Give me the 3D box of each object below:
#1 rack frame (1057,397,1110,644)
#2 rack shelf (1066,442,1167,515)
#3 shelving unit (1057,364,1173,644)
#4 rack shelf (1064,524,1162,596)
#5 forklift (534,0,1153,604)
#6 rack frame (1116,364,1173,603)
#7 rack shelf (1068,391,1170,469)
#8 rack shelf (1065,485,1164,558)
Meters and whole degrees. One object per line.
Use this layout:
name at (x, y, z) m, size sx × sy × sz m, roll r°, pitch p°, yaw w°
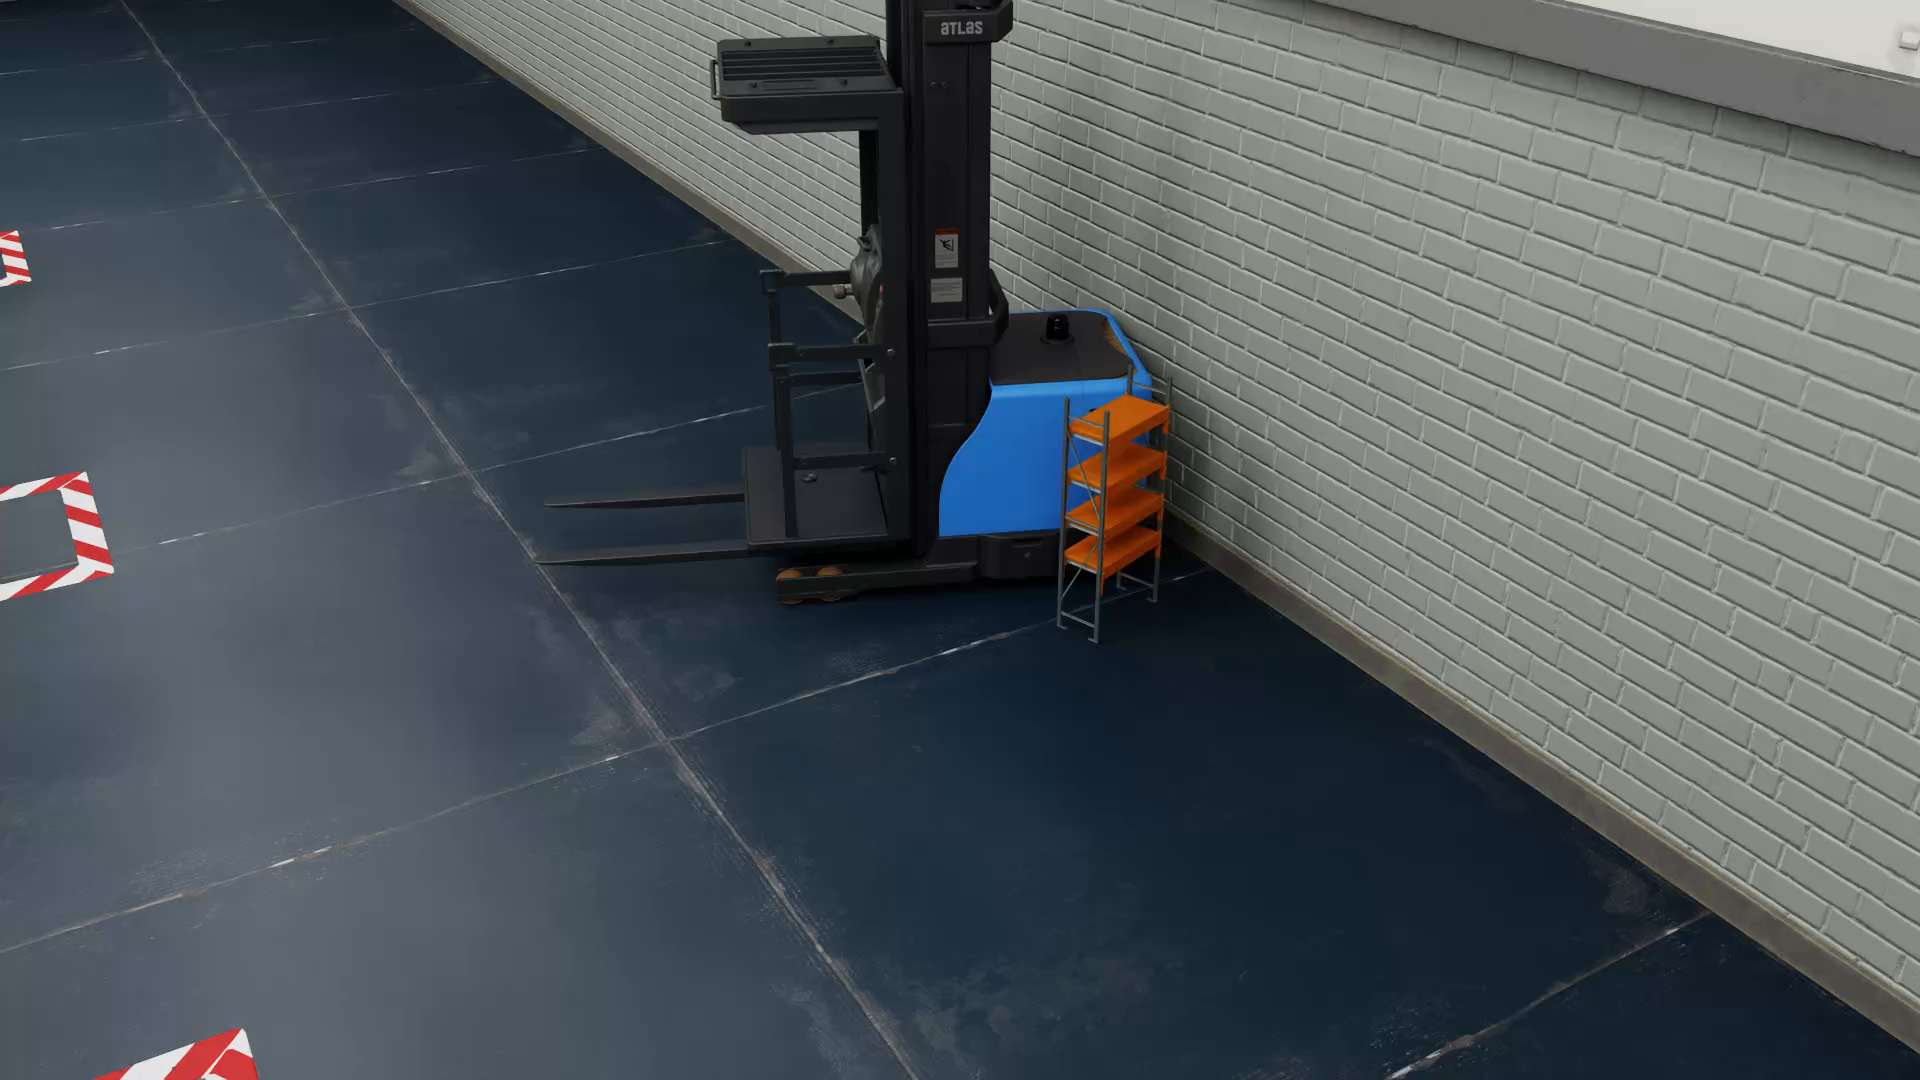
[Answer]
rack frame at (0.562, -0.075, 7.644) m, size 0.240 × 1.200 × 0.015 m, roll 22°, pitch 36°, yaw 35°
rack shelf at (0.720, -0.302, 7.731) m, size 0.258 × 0.148 × 0.480 m, roll 22°, pitch 36°, yaw 35°
shelving unit at (0.720, -0.165, 7.807) m, size 0.258 × 1.200 × 0.503 m, roll 22°, pitch 36°, yaw 35°
rack shelf at (0.720, 0.068, 7.935) m, size 0.258 × 0.148 × 0.480 m, roll 22°, pitch 36°, yaw 35°
forklift at (-0.622, -1.241, 7.964) m, size 3.031 × 2.935 × 1.130 m, roll -4°, pitch 29°, yaw -7°
rack frame at (0.878, -0.255, 7.969) m, size 0.240 × 1.200 × 0.015 m, roll 22°, pitch 36°, yaw 35°
rack shelf at (0.720, -0.509, 7.617) m, size 0.258 × 0.148 × 0.480 m, roll 22°, pitch 36°, yaw 35°
rack shelf at (0.720, -0.106, 7.839) m, size 0.258 × 0.148 × 0.480 m, roll 22°, pitch 36°, yaw 35°
